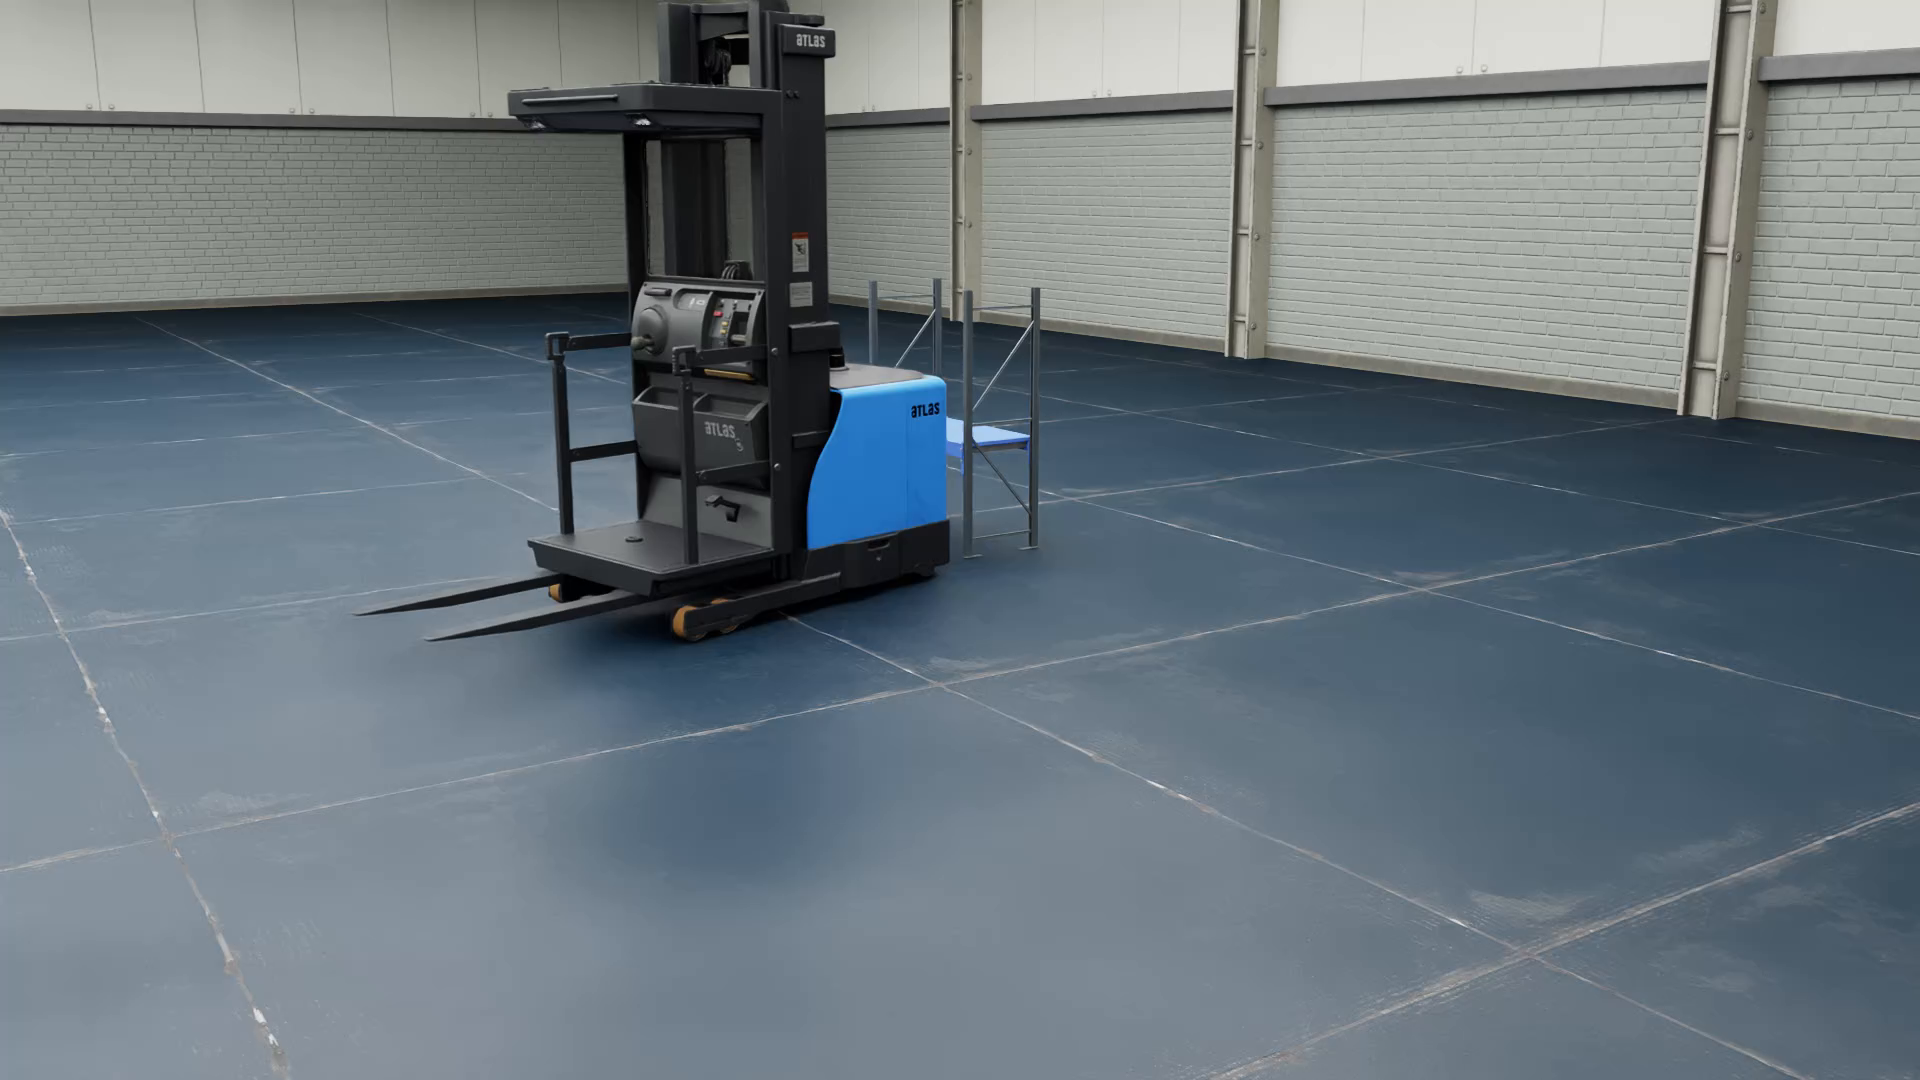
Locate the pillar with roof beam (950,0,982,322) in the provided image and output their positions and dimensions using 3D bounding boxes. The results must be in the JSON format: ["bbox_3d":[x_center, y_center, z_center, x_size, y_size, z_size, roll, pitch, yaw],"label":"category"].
[{"bbox_3d":[-3.500,-7.144,21.465,9.100,9.000,0.400,-8,15,-33],"label":"pillar with roof beam"}]

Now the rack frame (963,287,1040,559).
[{"bbox_3d":[0.234,-0.657,9.357,0.500,1.500,0.032,-8,15,-33],"label":"rack frame"}]

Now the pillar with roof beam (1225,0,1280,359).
[{"bbox_3d":[-0.175,-6.077,16.585,9.100,9.000,0.400,-8,15,-33],"label":"pillar with roof beam"}]

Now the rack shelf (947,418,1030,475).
[{"bbox_3d":[-0.047,-0.572,9.809,0.538,0.185,1.000,-8,15,-33],"label":"rack shelf"}]

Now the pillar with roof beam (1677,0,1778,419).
[{"bbox_3d":[3.149,-5.010,11.705,9.100,9.000,0.400,-8,15,-33],"label":"pillar with roof beam"}]

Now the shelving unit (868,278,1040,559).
[{"bbox_3d":[-0.047,-0.748,9.771,0.538,1.500,1.048,-8,15,-33],"label":"shelving unit"}]

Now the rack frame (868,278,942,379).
[{"bbox_3d":[-0.329,-0.838,10.184,0.500,1.500,0.032,-8,15,-33],"label":"rack frame"}]

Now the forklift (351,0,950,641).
[{"bbox_3d":[-1.424,-1.084,7.957,1.130,2.935,3.031,11,17,41],"label":"forklift"}]
